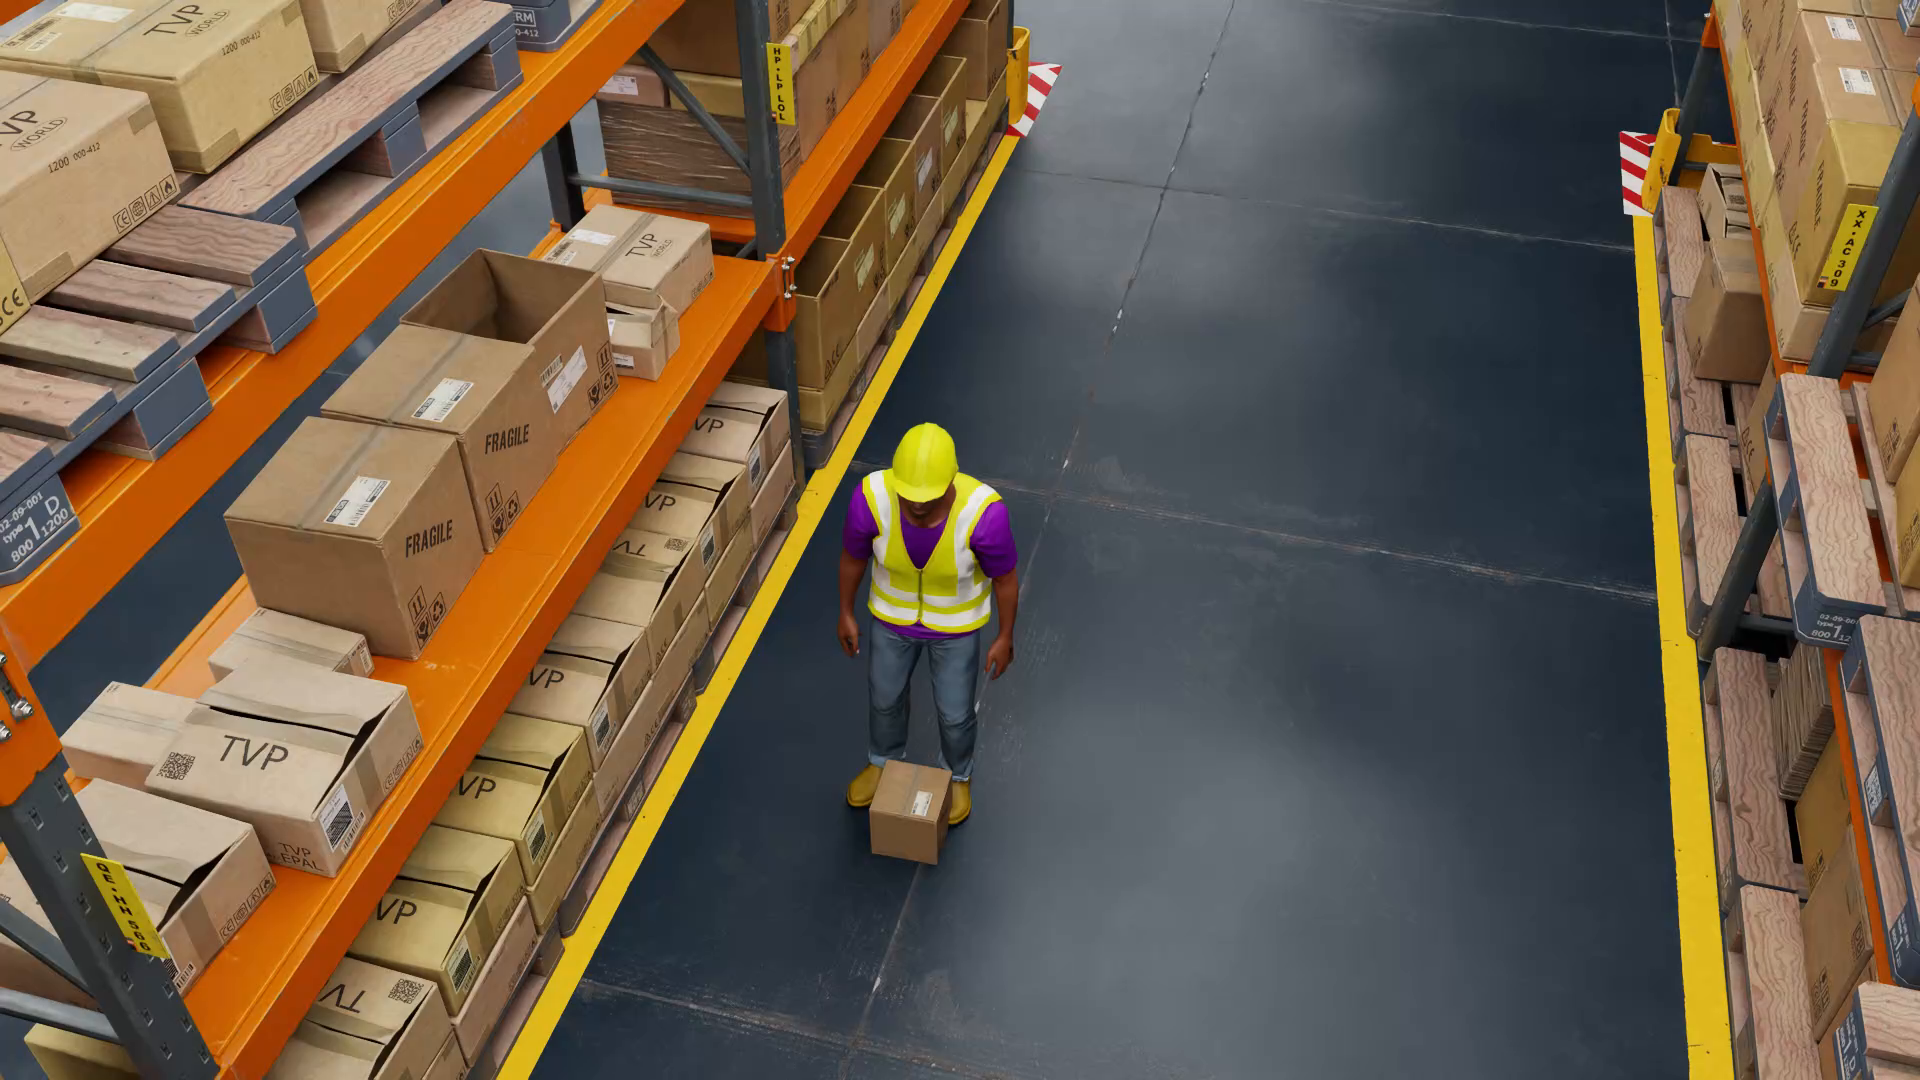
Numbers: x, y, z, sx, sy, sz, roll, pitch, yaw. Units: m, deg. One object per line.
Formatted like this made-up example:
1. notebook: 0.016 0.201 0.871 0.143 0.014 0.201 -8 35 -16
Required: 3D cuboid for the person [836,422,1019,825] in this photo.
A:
1. person: -0.119 0.290 5.807 0.636 1.761 0.454 8 41 9
